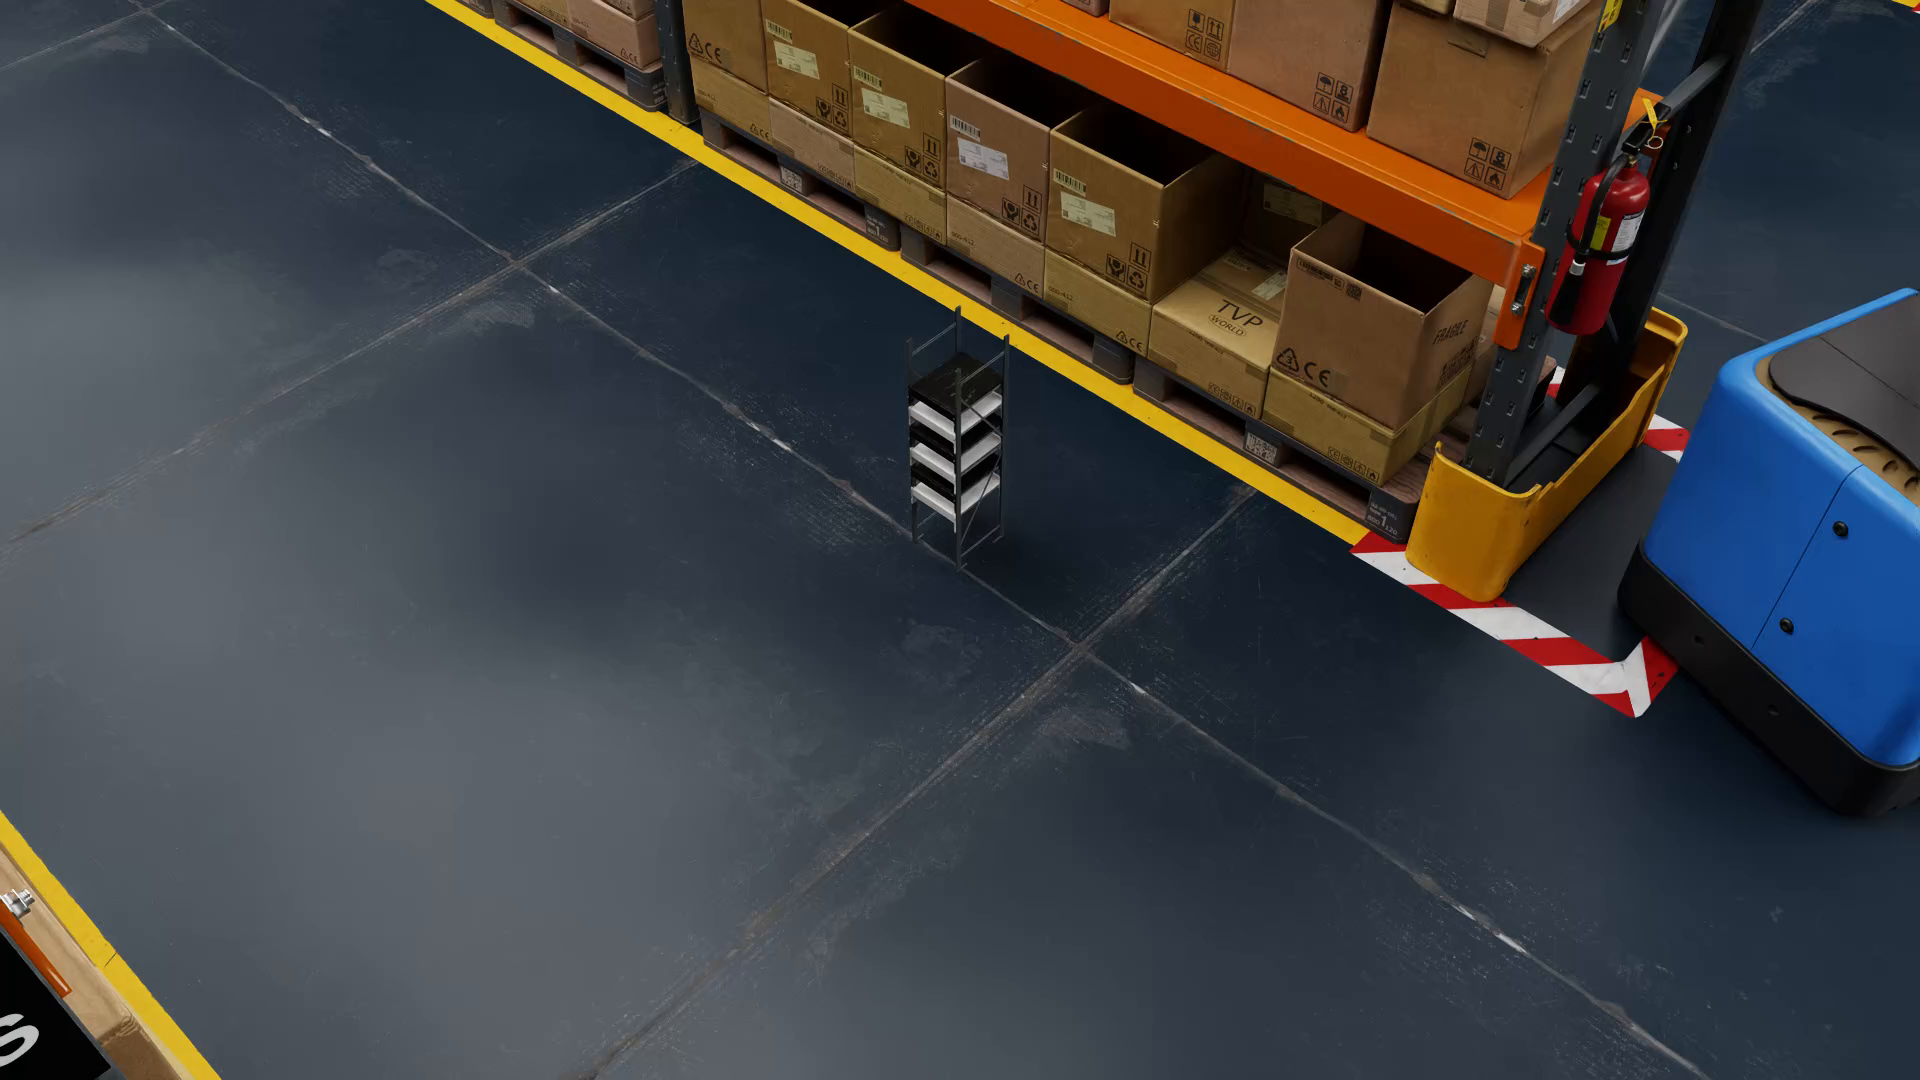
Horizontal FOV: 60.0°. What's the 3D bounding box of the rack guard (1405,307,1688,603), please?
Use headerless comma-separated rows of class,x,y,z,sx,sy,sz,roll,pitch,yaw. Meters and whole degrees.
rack guard,2.021,-0.340,5.726,0.348,0.500,1.175,34,55,28

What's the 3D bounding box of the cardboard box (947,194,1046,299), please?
cardboard box,0.298,-1.252,6.466,0.500,0.250,0.500,34,55,28

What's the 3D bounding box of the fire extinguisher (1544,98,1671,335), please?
fire extinguisher,1.775,-0.873,4.566,0.183,0.674,0.296,34,55,28

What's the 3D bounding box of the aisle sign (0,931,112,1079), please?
aisle sign,-1.098,0.433,1.502,0.004,0.787,0.394,34,55,28

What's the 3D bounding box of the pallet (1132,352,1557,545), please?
pallet,1.413,-0.608,6.176,1.213,0.211,1.003,34,55,28

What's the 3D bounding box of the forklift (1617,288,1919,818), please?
forklift,3.710,-0.959,4.640,3.031,2.935,1.130,-21,50,-18

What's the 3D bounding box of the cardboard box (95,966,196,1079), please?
cardboard box,-1.497,1.082,2.766,0.500,0.250,0.500,32,55,27

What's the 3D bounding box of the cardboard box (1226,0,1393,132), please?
cardboard box,1.280,-1.736,5.254,0.500,0.500,0.700,35,56,29

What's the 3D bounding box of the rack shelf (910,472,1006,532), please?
rack shelf,-0.006,-0.166,5.581,0.200,0.077,0.258,34,55,28

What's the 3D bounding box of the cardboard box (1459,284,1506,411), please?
cardboard box,1.760,-0.794,6.036,0.500,0.250,0.500,34,55,28

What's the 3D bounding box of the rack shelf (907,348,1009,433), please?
rack shelf,-0.006,-0.474,5.253,0.200,0.077,0.258,34,55,28

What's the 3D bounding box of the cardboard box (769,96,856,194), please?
cardboard box,-0.437,-1.746,6.930,0.500,0.250,0.500,34,55,28

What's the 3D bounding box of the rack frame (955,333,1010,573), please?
rack frame,0.069,-0.262,5.379,0.006,0.900,0.240,34,55,28

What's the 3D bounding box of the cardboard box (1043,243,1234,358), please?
cardboard box,0.664,-1.004,6.233,0.500,0.250,0.500,34,55,28

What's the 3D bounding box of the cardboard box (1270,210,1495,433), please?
cardboard box,1.407,-0.772,5.501,0.500,0.500,0.500,34,55,28

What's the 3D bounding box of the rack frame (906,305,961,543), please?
rack frame,-0.081,-0.362,5.473,0.006,0.900,0.240,34,55,28

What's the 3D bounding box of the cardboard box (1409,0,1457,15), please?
cardboard box,1.400,-1.679,4.755,0.250,0.149,0.380,35,56,28

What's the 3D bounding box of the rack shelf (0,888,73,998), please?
rack shelf,-2.824,-0.321,2.430,4.000,0.370,1.077,34,55,28

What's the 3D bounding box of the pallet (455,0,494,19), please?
pallet,-2.405,-3.177,8.588,1.213,0.211,1.003,34,55,28

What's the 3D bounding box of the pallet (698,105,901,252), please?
pallet,-0.380,-1.815,7.309,1.213,0.211,1.003,34,55,28

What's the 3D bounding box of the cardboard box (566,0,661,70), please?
cardboard box,-1.438,-2.437,7.579,0.500,0.250,0.500,33,55,27

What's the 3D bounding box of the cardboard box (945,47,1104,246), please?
cardboard box,0.296,-1.507,6.191,0.500,0.500,0.500,34,55,28

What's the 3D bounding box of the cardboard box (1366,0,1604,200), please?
cardboard box,1.669,-1.479,5.013,0.500,0.500,0.700,34,55,28

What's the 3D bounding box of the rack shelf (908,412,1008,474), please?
rack shelf,-0.006,-0.351,5.384,0.200,0.077,0.258,34,55,28

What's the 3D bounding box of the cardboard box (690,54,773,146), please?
cardboard box,-0.801,-1.996,7.164,0.500,0.250,0.500,34,55,28

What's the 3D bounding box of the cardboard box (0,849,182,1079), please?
cardboard box,-1.501,0.839,2.479,0.500,0.500,0.500,34,55,28

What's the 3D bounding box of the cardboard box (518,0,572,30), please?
cardboard box,-1.808,-2.688,7.815,0.500,0.250,0.500,33,55,27

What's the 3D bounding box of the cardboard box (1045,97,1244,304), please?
cardboard box,0.662,-1.259,5.958,0.500,0.500,0.500,34,55,28

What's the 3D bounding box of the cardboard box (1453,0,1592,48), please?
cardboard box,1.593,-1.550,4.634,0.250,0.149,0.380,33,55,27

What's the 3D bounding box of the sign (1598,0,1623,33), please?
sign,1.625,-1.401,4.051,0.005,0.325,0.100,34,55,28

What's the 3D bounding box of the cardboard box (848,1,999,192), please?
cardboard box,-0.073,-1.753,6.422,0.500,0.500,0.500,34,55,28

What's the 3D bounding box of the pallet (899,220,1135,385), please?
pallet,0.520,-1.212,6.743,1.213,0.211,1.003,34,55,28

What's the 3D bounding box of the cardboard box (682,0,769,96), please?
cardboard box,-0.808,-2.247,6.886,0.500,0.500,0.500,34,55,28

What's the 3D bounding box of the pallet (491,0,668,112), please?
pallet,-1.504,-2.574,8.022,1.213,0.211,1.003,34,55,28

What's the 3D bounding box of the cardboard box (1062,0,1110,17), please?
cardboard box,0.529,-2.243,5.730,0.500,0.500,0.700,36,56,29

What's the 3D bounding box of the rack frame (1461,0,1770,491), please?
rack frame,2.003,-1.207,4.826,0.127,3.000,1.000,34,55,28

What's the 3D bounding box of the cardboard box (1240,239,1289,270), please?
cardboard box,1.390,-1.039,6.266,0.500,0.250,0.500,34,55,28

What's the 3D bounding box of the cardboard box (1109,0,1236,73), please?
cardboard box,0.919,-1.985,5.487,0.500,0.500,0.700,34,56,28

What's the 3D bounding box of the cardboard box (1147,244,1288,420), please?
cardboard box,1.033,-0.757,6.002,0.500,0.250,0.500,34,55,28

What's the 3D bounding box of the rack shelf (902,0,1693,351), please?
rack shelf,0.533,-1.950,6.017,4.000,0.370,1.077,34,55,28

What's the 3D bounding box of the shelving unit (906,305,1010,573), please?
shelving unit,-0.006,-0.312,5.426,0.210,0.900,0.258,34,55,28

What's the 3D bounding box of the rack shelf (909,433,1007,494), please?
rack shelf,-0.006,-0.289,5.450,0.200,0.077,0.258,34,55,28

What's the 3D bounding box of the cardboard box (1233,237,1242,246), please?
cardboard box,1.023,-1.287,6.499,0.500,0.250,0.500,34,55,28

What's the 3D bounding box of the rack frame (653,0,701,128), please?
rack frame,-0.936,-3.185,6.683,0.127,3.000,1.000,34,55,28

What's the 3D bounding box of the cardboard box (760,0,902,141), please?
cardboard box,-0.435,-2.004,6.658,0.500,0.500,0.500,34,55,28

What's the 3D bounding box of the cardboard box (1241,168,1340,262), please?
cardboard box,1.391,-1.297,5.994,0.500,0.500,0.500,34,55,28

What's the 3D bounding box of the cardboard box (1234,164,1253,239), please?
cardboard box,1.015,-1.537,6.219,0.500,0.500,0.500,34,55,28

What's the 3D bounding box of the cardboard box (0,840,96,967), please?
cardboard box,-1.857,0.589,2.714,0.500,0.500,0.500,34,55,28

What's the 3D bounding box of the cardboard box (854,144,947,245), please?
cardboard box,-0.073,-1.496,6.695,0.500,0.250,0.500,34,55,28

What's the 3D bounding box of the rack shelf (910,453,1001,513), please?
rack shelf,-0.006,-0.228,5.516,0.200,0.077,0.258,34,55,28

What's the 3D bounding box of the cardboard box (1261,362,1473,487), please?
cardboard box,1.409,-0.517,5.776,0.500,0.250,0.500,34,55,28

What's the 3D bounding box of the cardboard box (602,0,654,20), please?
cardboard box,-1.428,-2.626,7.372,0.500,0.311,0.500,34,55,28

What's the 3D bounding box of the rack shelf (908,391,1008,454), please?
rack shelf,-0.006,-0.412,5.319,0.200,0.077,0.258,34,55,28
